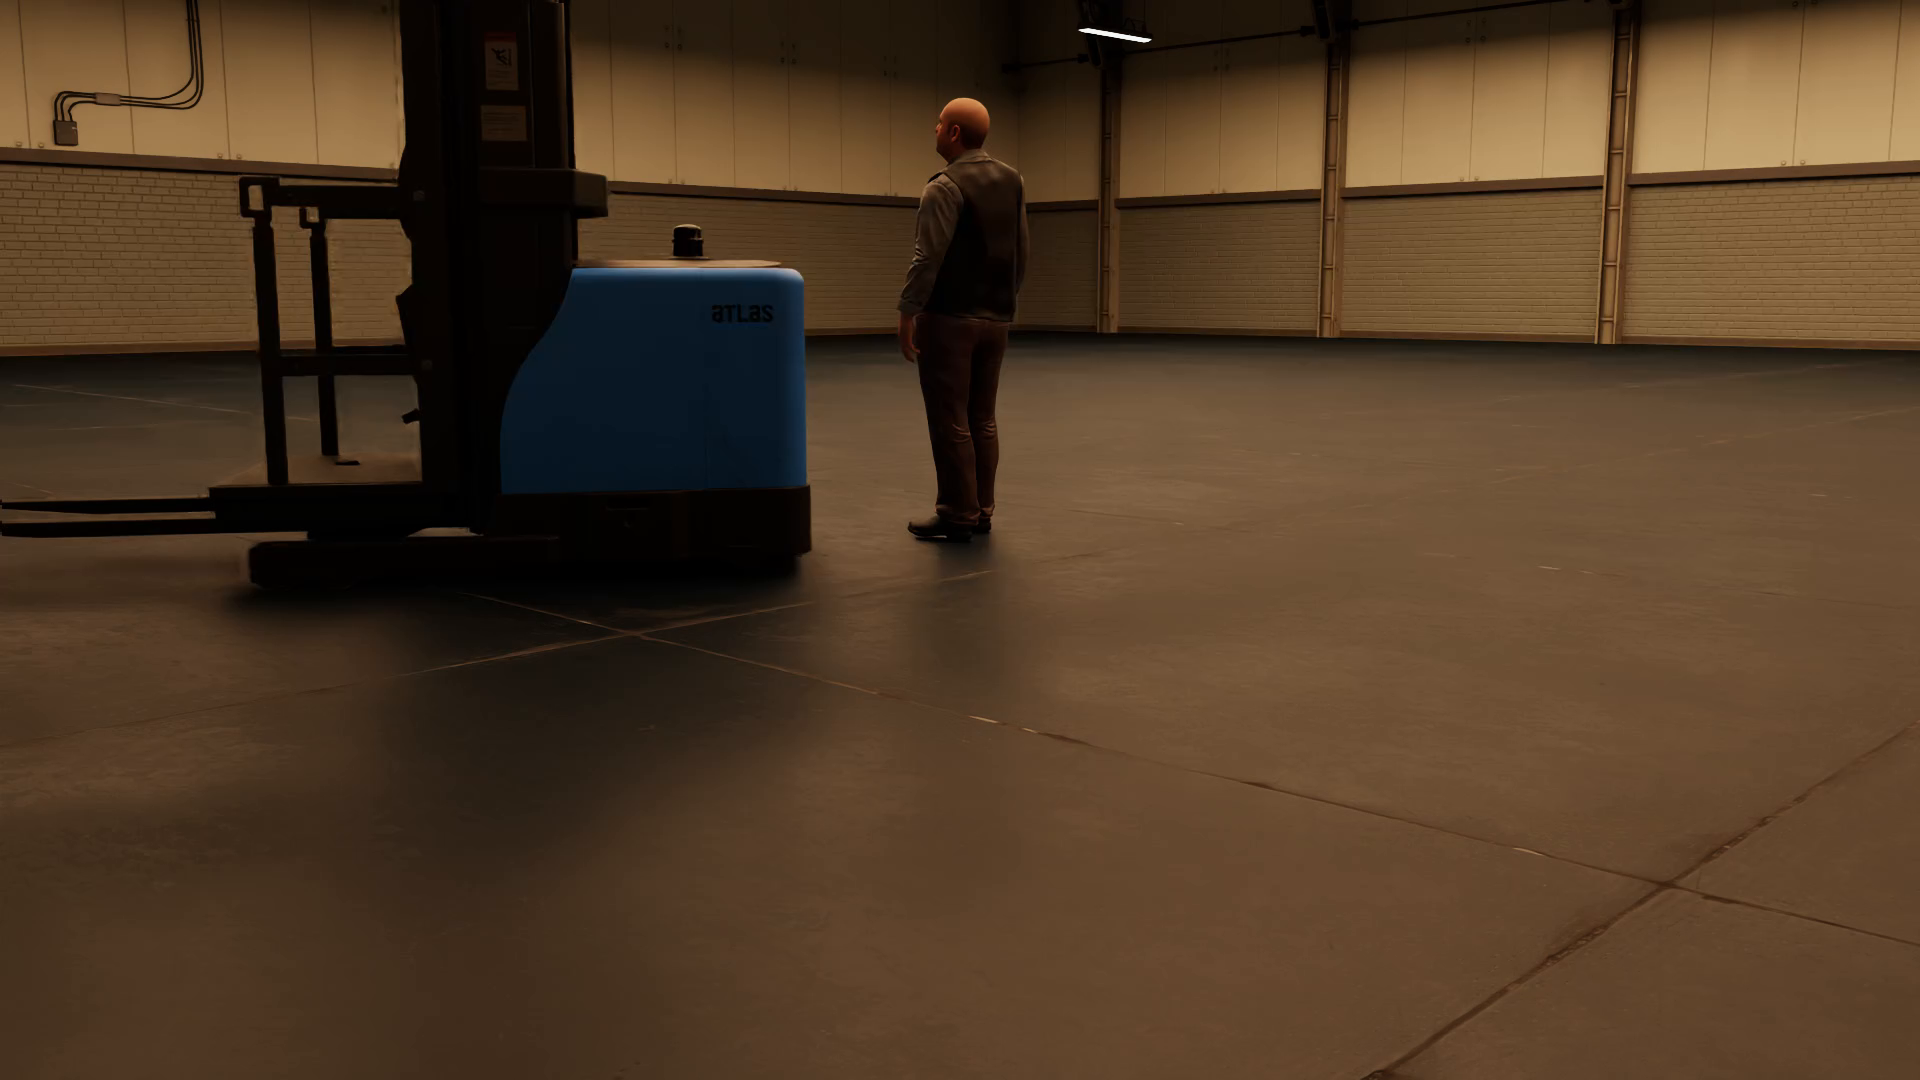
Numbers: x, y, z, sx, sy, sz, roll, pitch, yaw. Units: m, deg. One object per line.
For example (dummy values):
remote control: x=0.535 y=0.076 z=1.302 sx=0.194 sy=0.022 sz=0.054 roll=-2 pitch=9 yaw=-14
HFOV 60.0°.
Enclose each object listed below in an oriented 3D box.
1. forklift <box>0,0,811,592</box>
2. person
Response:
forklift: x=-2.106 y=-1.360 z=5.905 sx=3.031 sy=2.935 sz=1.130 roll=-2 pitch=9 yaw=-11
person: x=-0.039 y=-0.866 z=6.636 sx=0.568 sy=1.720 sz=0.632 roll=8 pitch=12 yaw=43
